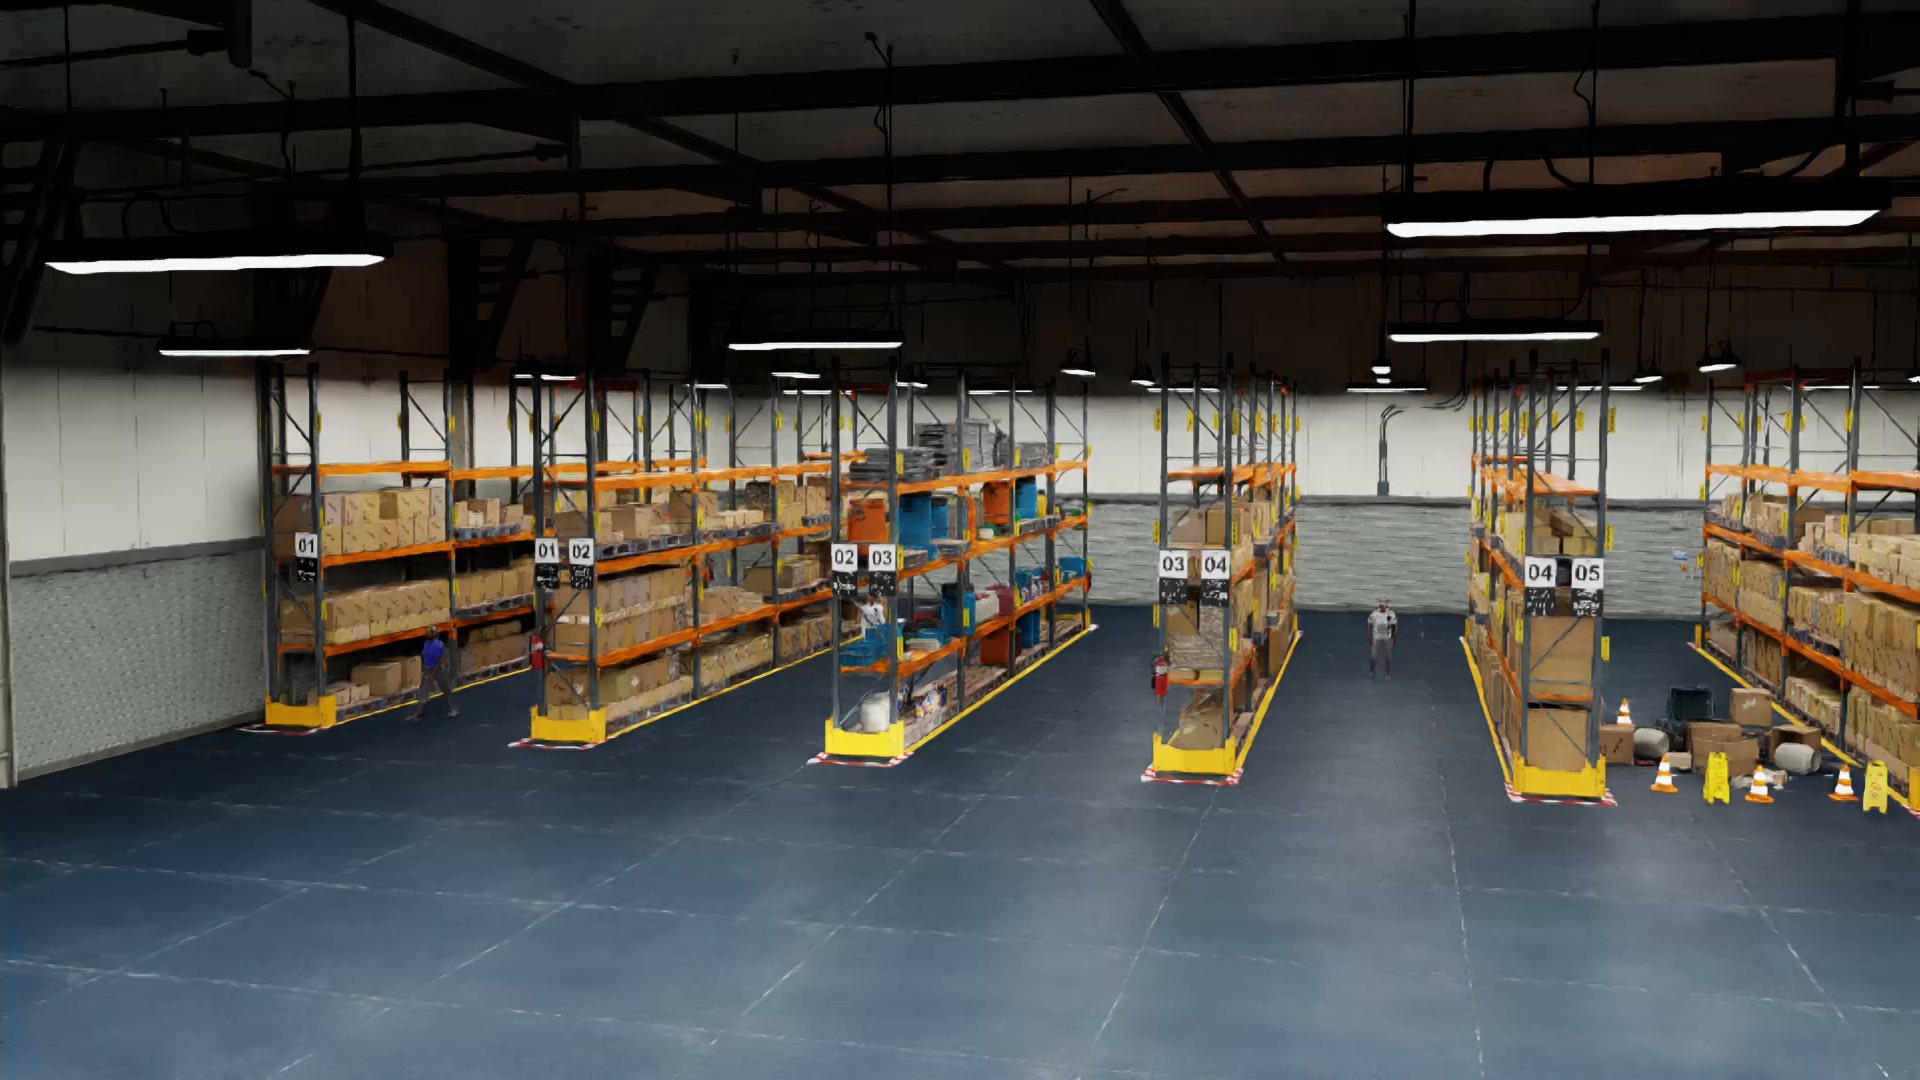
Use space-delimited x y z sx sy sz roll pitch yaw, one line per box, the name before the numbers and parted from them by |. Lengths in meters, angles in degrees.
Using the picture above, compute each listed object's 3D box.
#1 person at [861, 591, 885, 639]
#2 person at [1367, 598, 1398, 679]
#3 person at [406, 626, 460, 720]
person | -1.782 1.813 33.774 0.495 1.589 1.086 1 4 17
person | 8.245 1.912 32.478 0.592 1.629 0.531 1 4 12
person | -8.846 2.225 27.976 0.438 1.586 1.002 2 4 24
